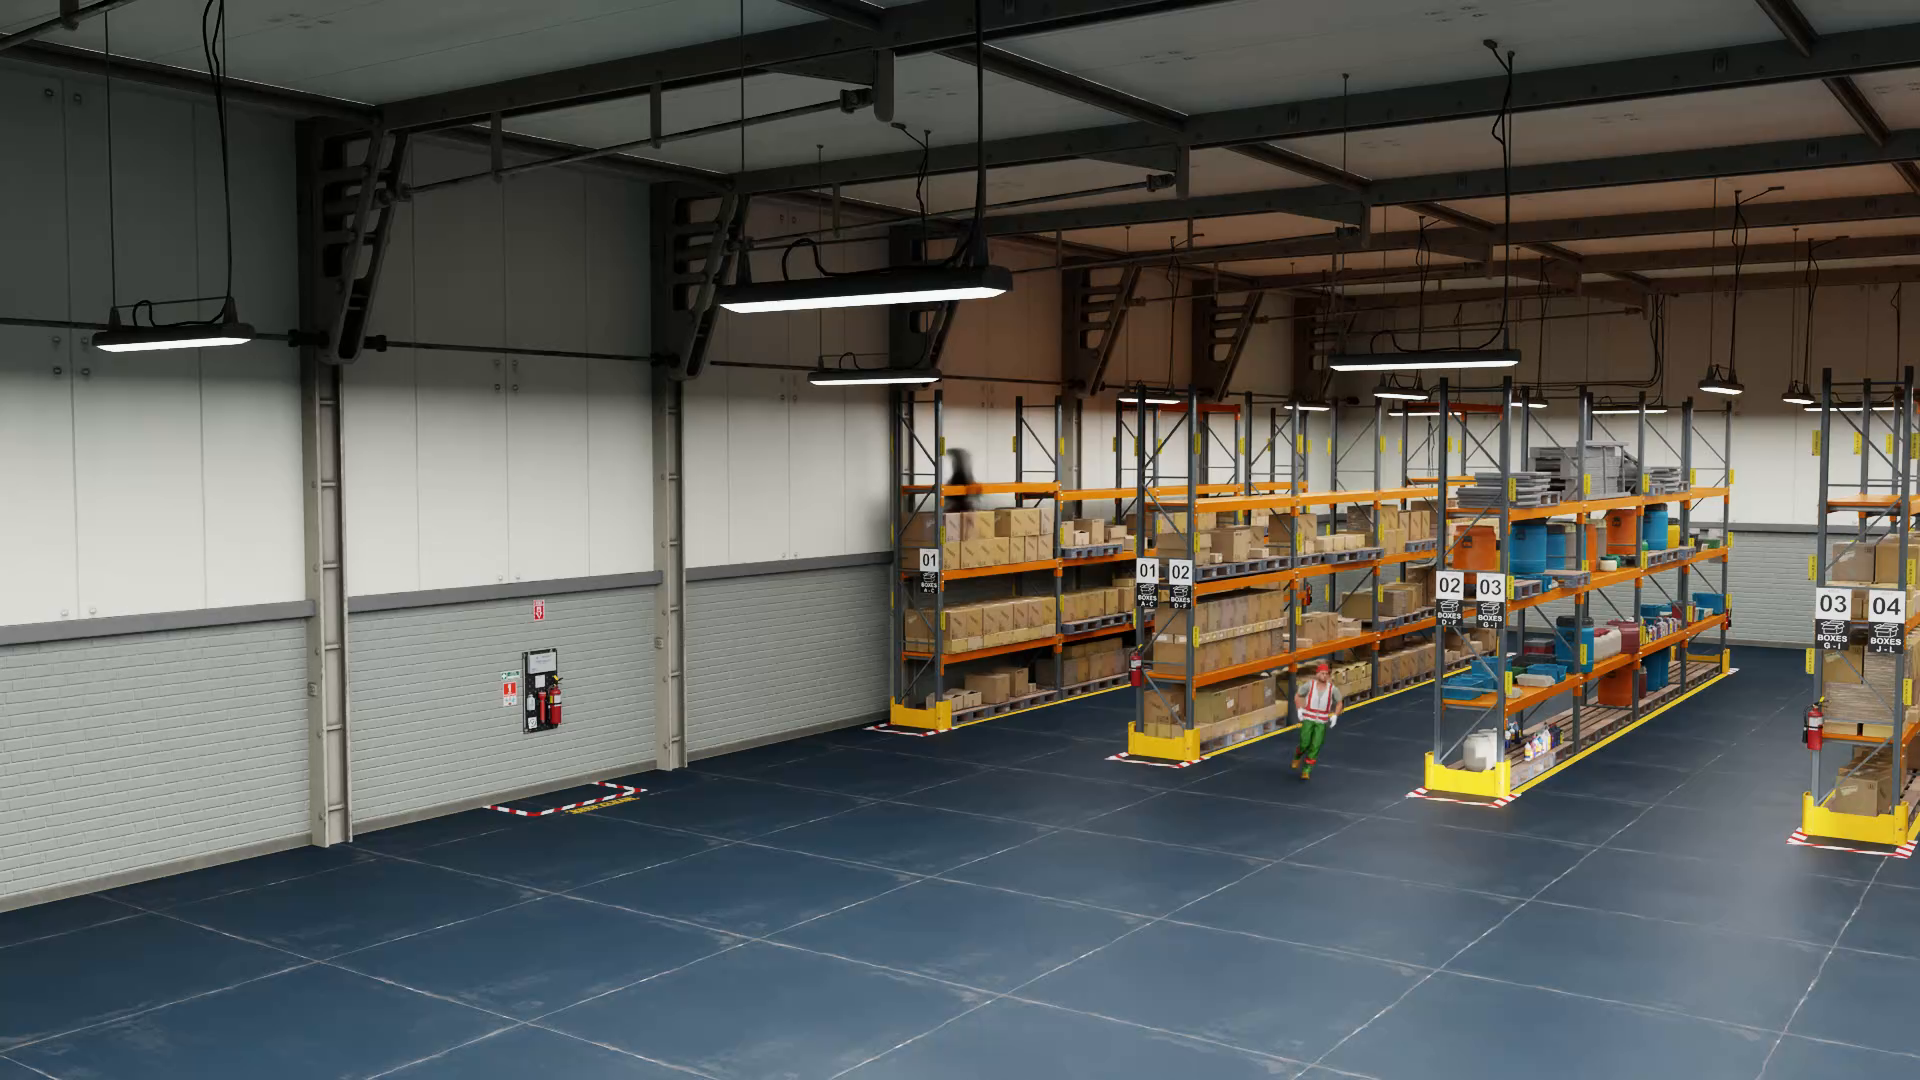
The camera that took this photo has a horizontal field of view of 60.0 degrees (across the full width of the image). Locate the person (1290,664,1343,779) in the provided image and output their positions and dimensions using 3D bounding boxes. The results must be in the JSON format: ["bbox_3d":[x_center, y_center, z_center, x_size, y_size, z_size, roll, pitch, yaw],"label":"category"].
[{"bbox_3d":[5.408,2.730,25.154,0.743,1.739,0.582,0,3,3],"label":"person"}]
